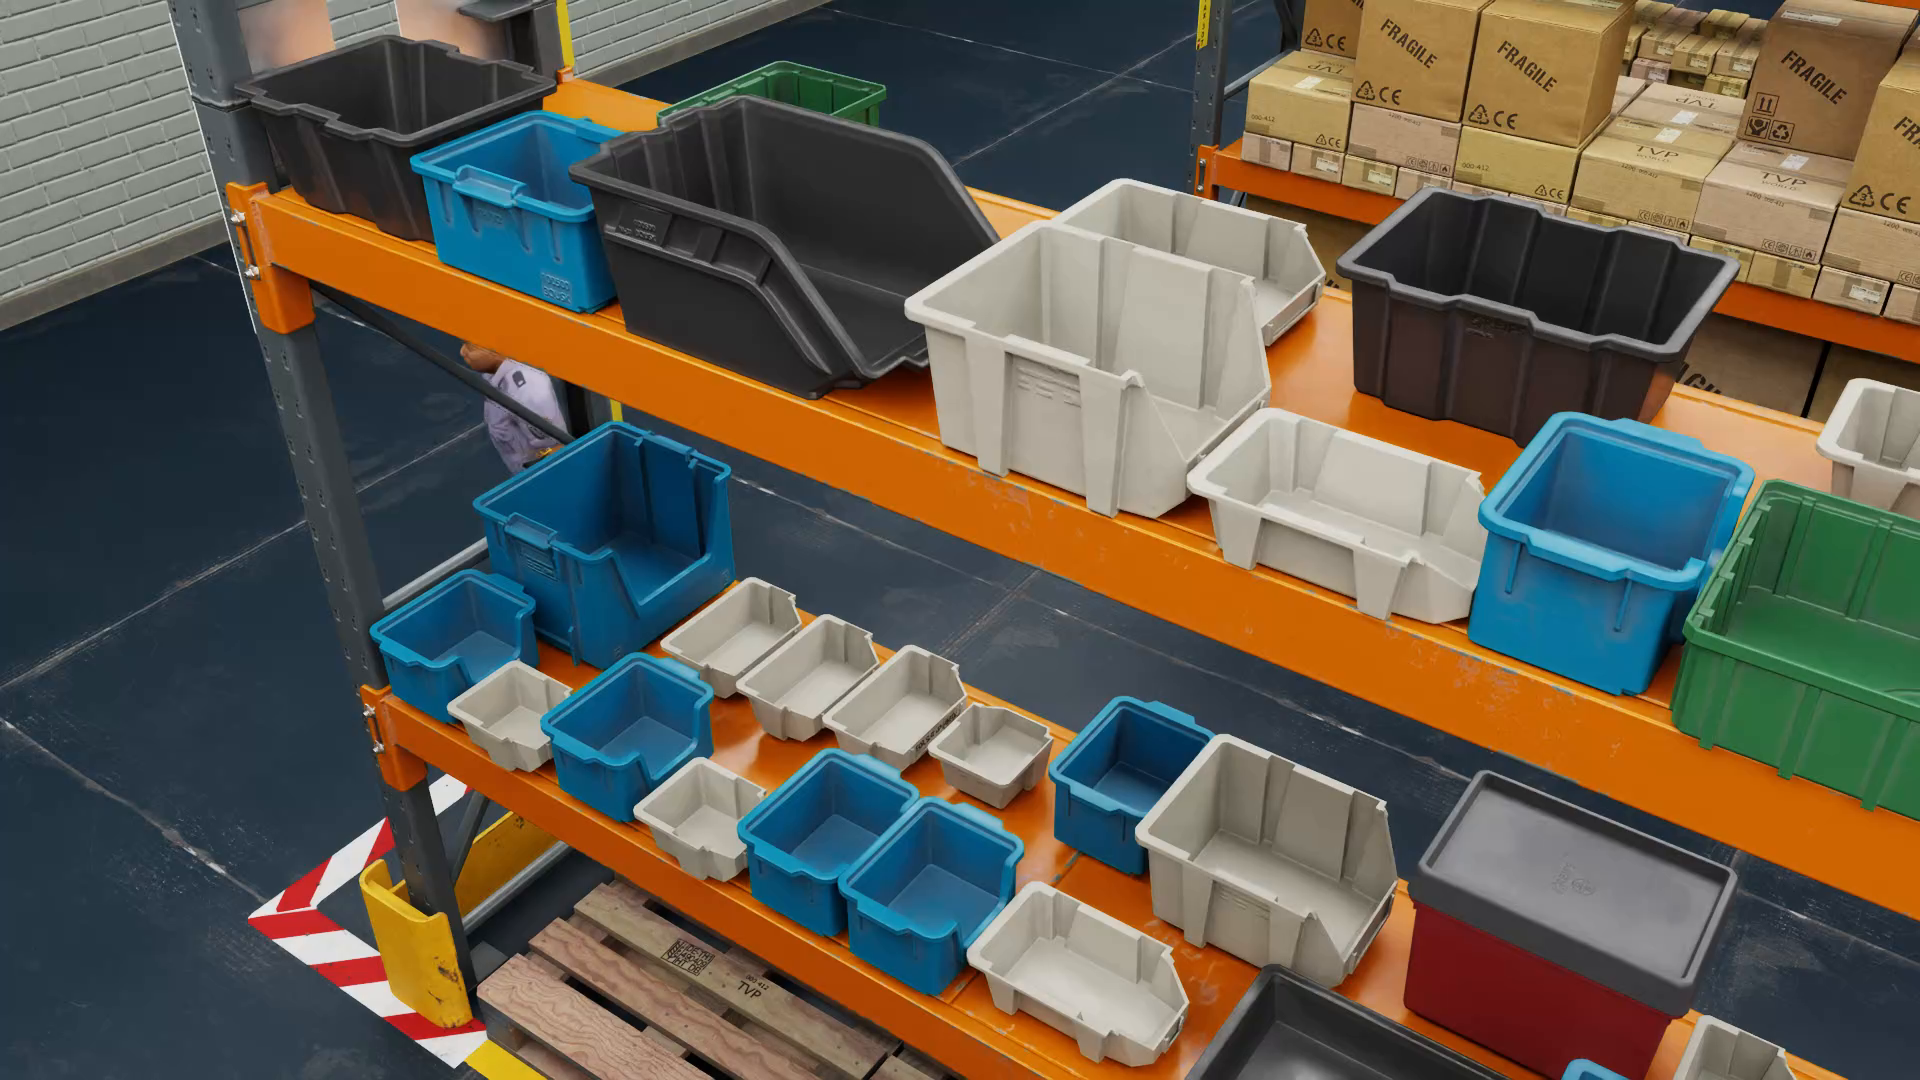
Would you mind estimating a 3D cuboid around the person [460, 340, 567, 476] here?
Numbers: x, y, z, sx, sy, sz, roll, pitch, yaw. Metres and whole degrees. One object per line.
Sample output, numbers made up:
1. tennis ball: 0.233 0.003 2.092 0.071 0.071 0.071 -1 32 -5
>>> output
1. person: -1.558 -0.195 6.431 0.521 1.618 0.504 -13 37 -18
